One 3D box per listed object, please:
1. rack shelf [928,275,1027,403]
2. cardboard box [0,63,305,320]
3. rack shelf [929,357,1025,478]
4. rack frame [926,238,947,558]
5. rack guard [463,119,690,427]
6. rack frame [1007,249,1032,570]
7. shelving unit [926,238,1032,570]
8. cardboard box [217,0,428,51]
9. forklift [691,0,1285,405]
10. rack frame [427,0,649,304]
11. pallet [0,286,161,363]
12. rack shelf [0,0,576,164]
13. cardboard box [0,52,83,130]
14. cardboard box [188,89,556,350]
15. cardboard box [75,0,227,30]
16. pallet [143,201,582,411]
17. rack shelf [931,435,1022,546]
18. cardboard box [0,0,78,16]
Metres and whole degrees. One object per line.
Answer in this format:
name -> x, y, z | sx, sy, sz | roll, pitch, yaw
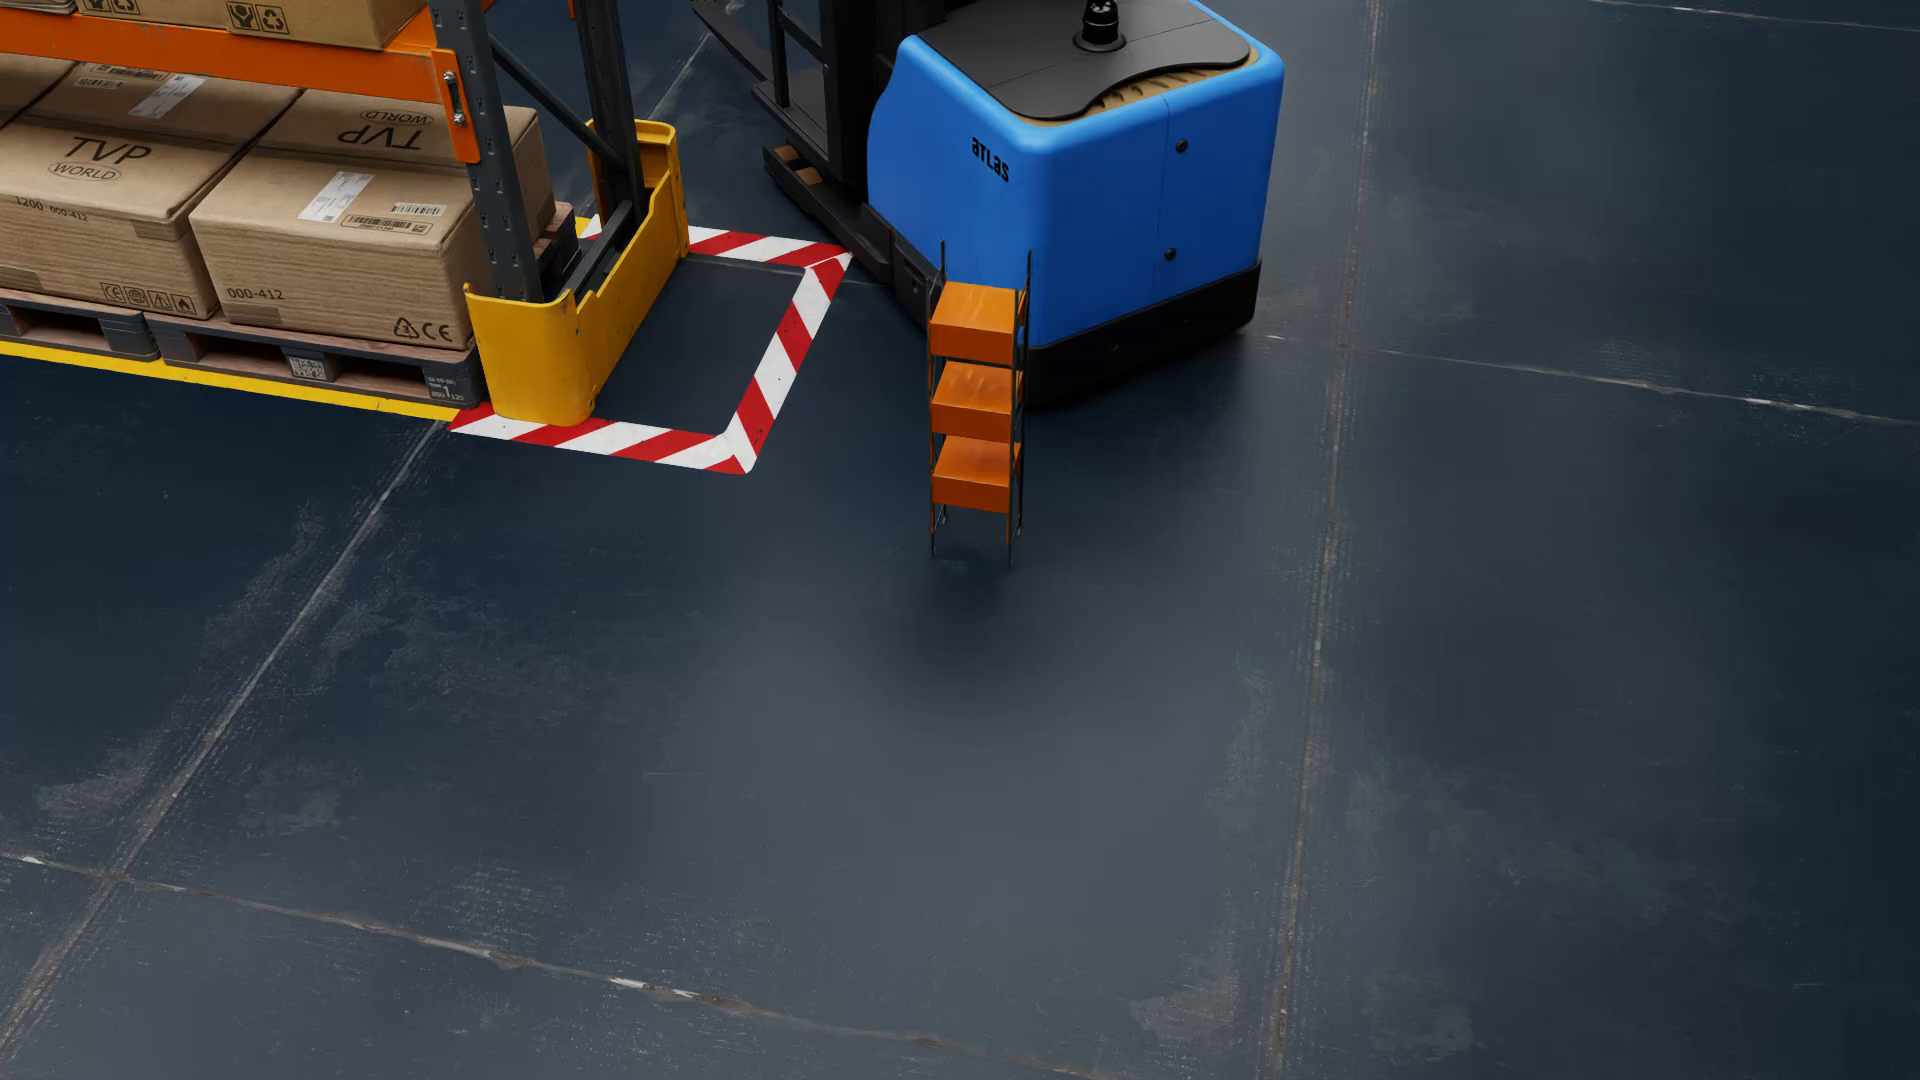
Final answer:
rack shelf -> 0.052, -0.567, 4.688 | 0.240, 0.259, 0.215 | 9, 45, 9
cardboard box -> -2.908, -1.274, 5.956 | 0.875, 0.438, 0.875 | 10, 45, 10
rack shelf -> 0.052, -0.363, 4.885 | 0.240, 0.259, 0.215 | 9, 45, 9
rack frame -> -0.067, -0.389, 4.897 | 0.008, 1.050, 0.200 | 9, 45, 9
rack guard -> -1.324, -0.977, 5.904 | 0.348, 0.500, 1.175 | 9, 45, 9
rack frame -> 0.171, -0.352, 4.858 | 0.008, 1.050, 0.200 | 9, 45, 9
shelving unit -> 0.052, -0.370, 4.877 | 0.252, 1.050, 0.215 | 9, 45, 9
cardboard box -> -1.876, -1.811, 4.896 | 0.500, 0.500, 0.500 | 9, 45, 9
forklift -> -0.131, -2.517, 5.752 | 1.130, 2.935, 3.031 | -23, 48, -22
rack frame -> -1.348, -1.881, 5.041 | 0.127, 3.000, 1.000 | 9, 45, 9
pallet -> -3.332, -1.131, 6.273 | 1.213, 0.211, 1.003 | 9, 45, 9
rack shelf -> -3.299, -1.925, 5.605 | 4.000, 0.370, 1.077 | 9, 45, 9
cardboard box -> -3.788, -1.412, 6.099 | 0.875, 0.438, 0.875 | 8, 44, 8
cardboard box -> -2.014, -1.142, 5.818 | 0.875, 0.438, 0.875 | 7, 44, 8
cardboard box -> -2.363, -1.897, 4.986 | 0.500, 0.500, 0.500 | 8, 44, 8
pallet -> -2.145, -0.944, 6.079 | 1.213, 0.211, 1.003 | 9, 45, 9
rack shelf -> 0.052, -0.162, 5.078 | 0.240, 0.259, 0.215 | 9, 45, 9
cardboard box -> -2.867, -1.968, 5.060 | 0.500, 0.500, 0.500 | 10, 45, 10
